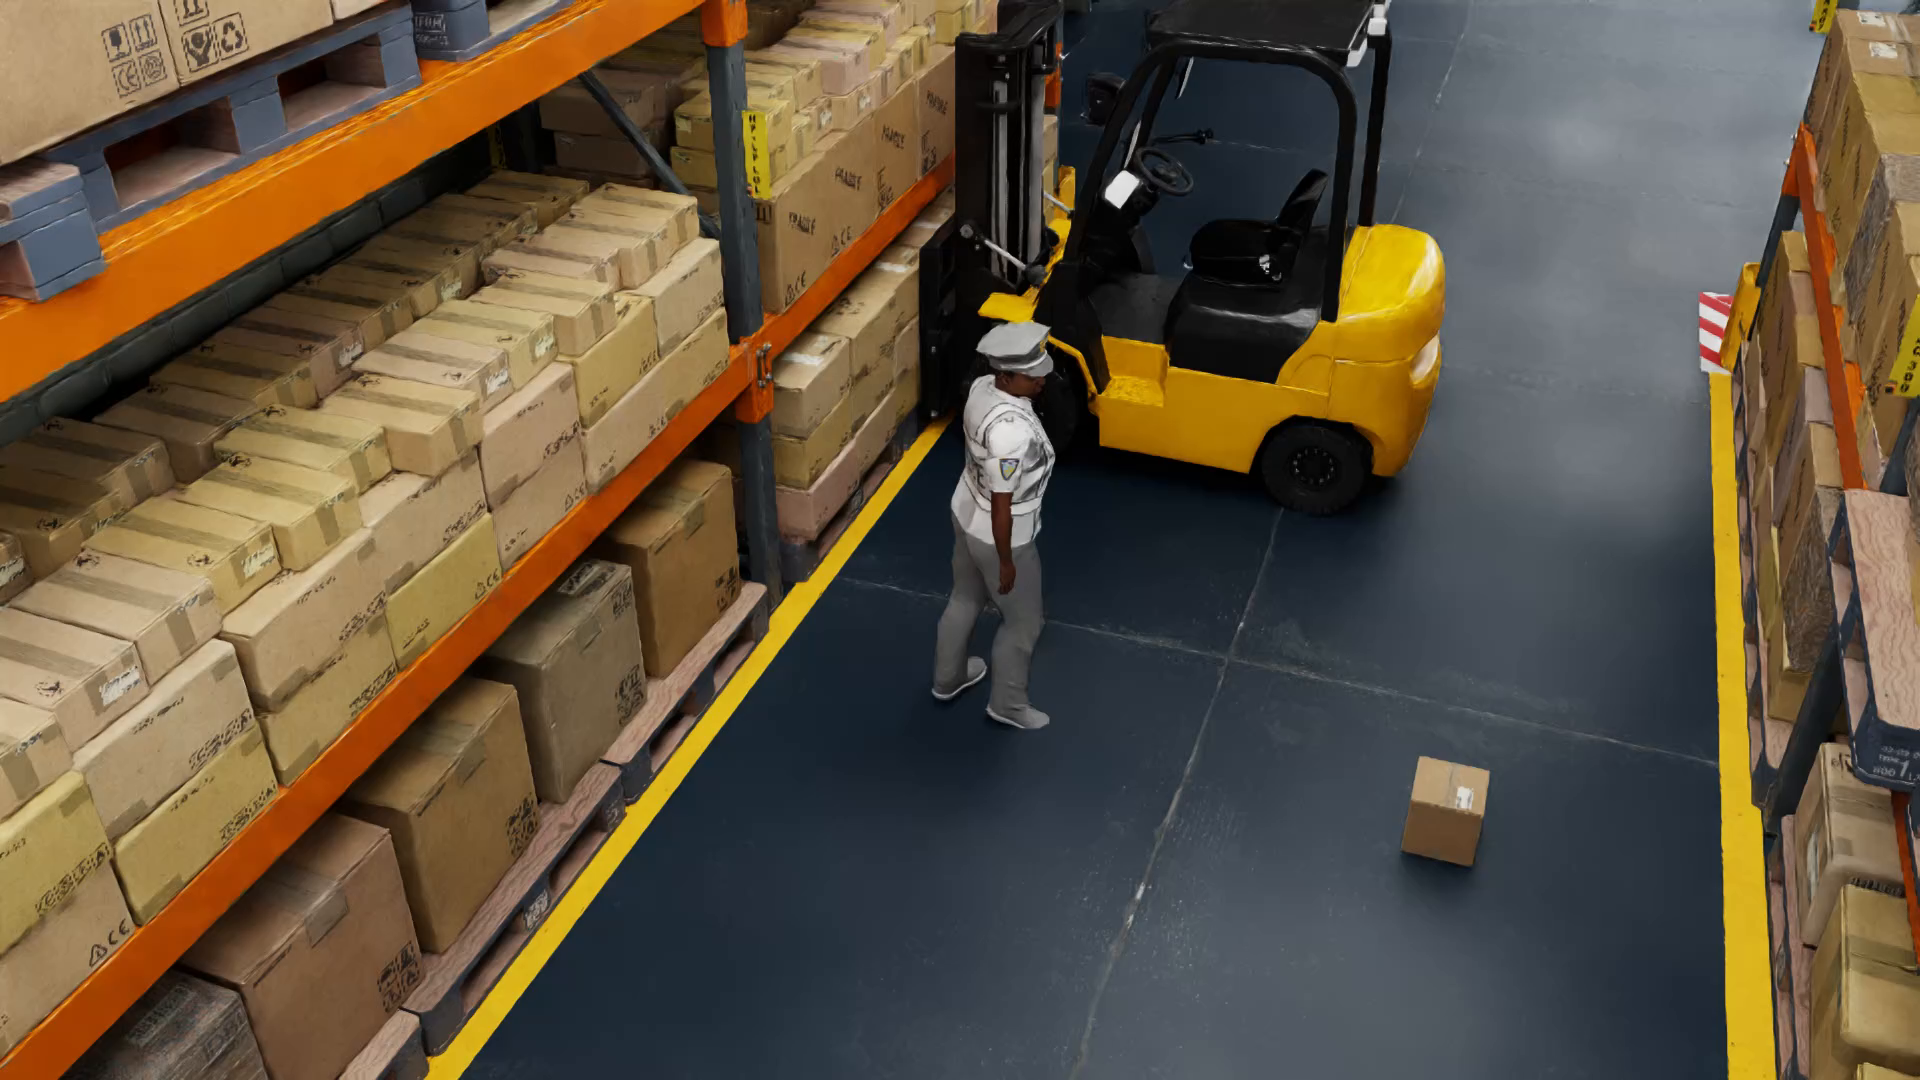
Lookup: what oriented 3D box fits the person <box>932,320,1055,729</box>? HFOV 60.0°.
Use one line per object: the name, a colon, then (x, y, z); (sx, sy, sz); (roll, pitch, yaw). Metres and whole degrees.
person: (0.128, -0.019, 6.207); (0.445, 1.725, 0.488); (-9, 35, -13)
